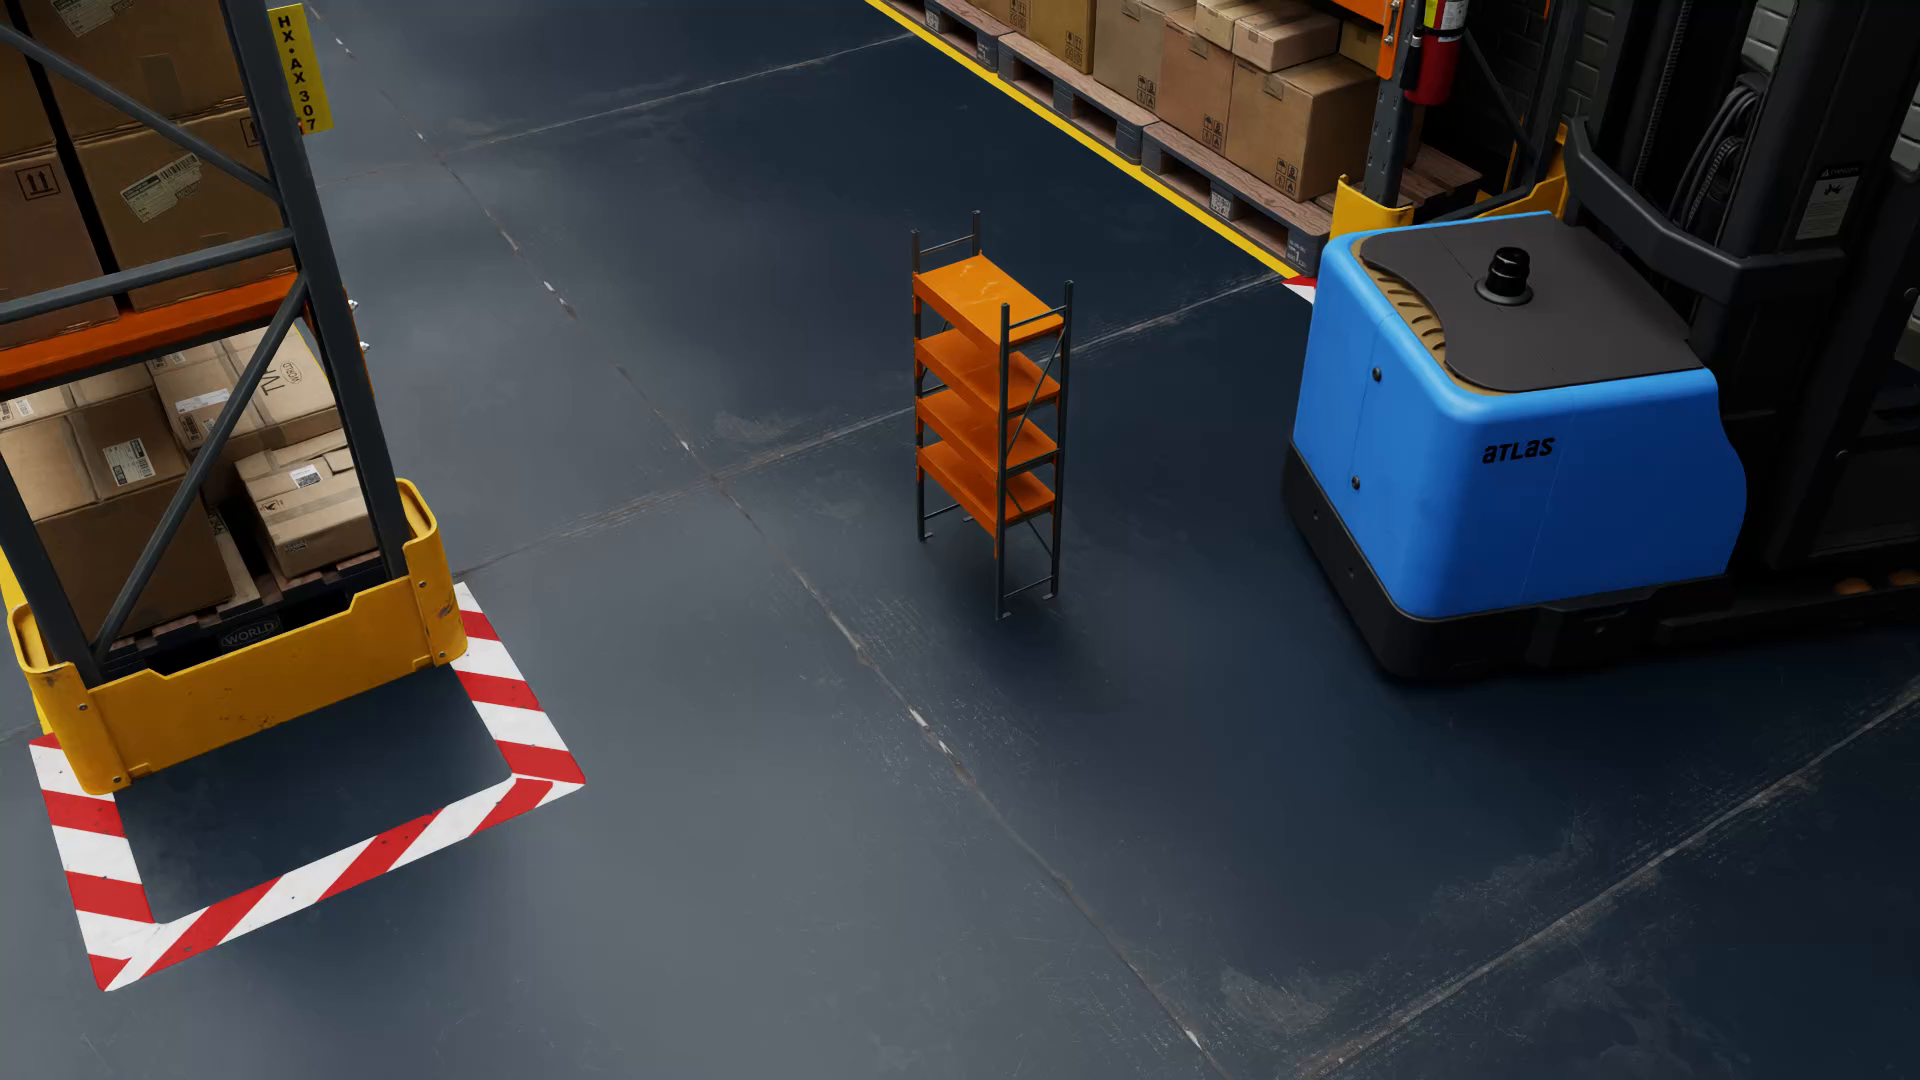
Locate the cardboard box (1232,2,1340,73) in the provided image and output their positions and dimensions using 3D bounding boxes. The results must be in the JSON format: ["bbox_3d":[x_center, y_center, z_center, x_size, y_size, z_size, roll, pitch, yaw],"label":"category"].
[{"bbox_3d":[1.392,-2.150,7.105,0.380,0.149,0.250,-23,45,-25],"label":"cardboard box"}]

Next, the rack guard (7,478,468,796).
[{"bbox_3d":[-2.140,0.276,5.028,1.175,0.500,0.348,-22,45,-24],"label":"rack guard"}]

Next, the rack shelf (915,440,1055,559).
[{"bbox_3d":[0.089,-0.167,5.429,0.258,0.148,0.480,-22,45,-24],"label":"rack shelf"}]

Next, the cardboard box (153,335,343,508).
[{"bbox_3d":[-2.421,-0.417,5.711,0.500,0.250,0.500,-22,45,-24],"label":"cardboard box"}]

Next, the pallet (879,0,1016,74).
[{"bbox_3d":[0.268,-3.001,9.186,1.003,0.211,1.213,-22,45,-24],"label":"pallet"}]

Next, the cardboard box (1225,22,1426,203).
[{"bbox_3d":[1.615,-1.895,7.305,0.700,0.500,0.500,-22,45,-24],"label":"cardboard box"}]

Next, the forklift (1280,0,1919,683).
[{"bbox_3d":[2.694,-1.165,4.858,3.031,2.935,1.130,-8,40,-10],"label":"forklift"}]

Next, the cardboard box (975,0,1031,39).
[{"bbox_3d":[0.508,-2.999,8.630,0.700,0.500,0.500,-23,45,-25],"label":"cardboard box"}]

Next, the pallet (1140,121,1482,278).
[{"bbox_3d":[1.580,-1.684,7.606,1.003,0.211,1.213,-22,45,-24],"label":"pallet"}]

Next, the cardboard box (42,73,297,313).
[{"bbox_3d":[-2.115,-1.012,4.543,0.500,0.500,0.500,-21,44,-24],"label":"cardboard box"}]

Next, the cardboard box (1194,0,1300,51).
[{"bbox_3d":[1.254,-2.288,7.271,0.380,0.149,0.250,-21,44,-23],"label":"cardboard box"}]

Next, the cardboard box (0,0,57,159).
[{"bbox_3d":[-2.570,-1.211,4.001,0.500,0.500,0.500,-23,45,-25],"label":"cardboard box"}]

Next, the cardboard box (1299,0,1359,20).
[{"bbox_3d":[1.578,-2.418,7.427,0.380,0.149,0.250,-22,45,-24],"label":"cardboard box"}]

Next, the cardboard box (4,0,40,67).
[{"bbox_3d":[-2.403,-1.675,4.558,0.500,0.500,0.500,-22,44,-24],"label":"cardboard box"}]

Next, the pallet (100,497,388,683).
[{"bbox_3d":[-2.569,-0.043,5.637,1.003,0.211,1.213,-22,45,-24],"label":"pallet"}]

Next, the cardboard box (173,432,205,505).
[{"bbox_3d":[-2.741,-0.182,5.495,0.380,0.166,0.250,-22,45,-24],"label":"cardboard box"}]

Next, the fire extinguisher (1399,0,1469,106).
[{"bbox_3d":[1.768,-1.937,6.083,0.296,0.674,0.183,-22,45,-24],"label":"fire extinguisher"}]

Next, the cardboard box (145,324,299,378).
[{"bbox_3d":[-2.690,-0.687,6.035,0.500,0.250,0.500,-22,45,-24],"label":"cardboard box"}]

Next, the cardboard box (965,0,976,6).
[{"bbox_3d":[0.240,-3.271,8.957,0.700,0.500,0.500,-22,44,-24],"label":"cardboard box"}]

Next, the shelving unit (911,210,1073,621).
[{"bbox_3d":[0.089,-0.372,5.259,0.258,1.200,0.503,-22,45,-24],"label":"shelving unit"}]

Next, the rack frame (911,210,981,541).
[{"bbox_3d":[-0.042,-0.503,5.417,0.240,1.200,0.015,-22,45,-24],"label":"rack frame"}]

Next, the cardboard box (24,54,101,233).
[{"bbox_3d":[-2.397,-1.288,4.875,0.500,0.500,0.500,-23,45,-25],"label":"cardboard box"}]

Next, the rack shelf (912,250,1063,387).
[{"bbox_3d":[0.089,-0.673,5.007,0.258,0.148,0.480,-22,45,-24],"label":"rack shelf"}]

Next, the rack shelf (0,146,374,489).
[{"bbox_3d":[-3.174,-1.446,5.704,1.077,0.370,4.000,-22,45,-24],"label":"rack shelf"}]

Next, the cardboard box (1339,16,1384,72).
[{"bbox_3d":[1.851,-2.145,7.099,0.380,0.149,0.250,-22,45,-24],"label":"cardboard box"}]

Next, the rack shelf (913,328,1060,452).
[{"bbox_3d":[0.089,-0.492,5.159,0.258,0.148,0.480,-22,45,-24],"label":"rack shelf"}]

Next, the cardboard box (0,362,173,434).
[{"bbox_3d":[-3.085,-0.488,5.796,0.500,0.250,0.500,-22,45,-24],"label":"cardboard box"}]

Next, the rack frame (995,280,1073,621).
[{"bbox_3d":[0.220,-0.240,5.101,0.240,1.200,0.015,-22,45,-24],"label":"rack frame"}]

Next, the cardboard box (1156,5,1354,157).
[{"bbox_3d":[1.346,-2.165,7.629,0.700,0.500,0.500,-22,45,-25],"label":"cardboard box"}]

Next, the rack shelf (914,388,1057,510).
[{"bbox_3d":[0.089,-0.320,5.302,0.258,0.148,0.480,-22,45,-24],"label":"rack shelf"}]

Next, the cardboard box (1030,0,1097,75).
[{"bbox_3d":[0.782,-2.721,8.297,0.700,0.500,0.500,-21,44,-23],"label":"cardboard box"}]

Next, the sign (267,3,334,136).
[{"bbox_3d":[-1.642,-1.163,4.126,0.100,0.325,0.005,-22,45,-24],"label":"sign"}]

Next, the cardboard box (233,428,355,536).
[{"bbox_3d":[-2.169,-0.203,5.520,0.380,0.166,0.250,-22,45,-24],"label":"cardboard box"}]

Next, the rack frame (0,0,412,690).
[{"bbox_3d":[-2.099,-0.643,4.179,1.000,3.000,0.127,-22,45,-24],"label":"rack frame"}]

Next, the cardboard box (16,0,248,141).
[{"bbox_3d":[-2.115,-1.396,4.223,0.500,0.500,0.500,-21,44,-23],"label":"cardboard box"}]

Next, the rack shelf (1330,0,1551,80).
[{"bbox_3d":[1.000,-3.153,7.753,1.077,0.370,4.000,-22,45,-24],"label":"rack shelf"}]

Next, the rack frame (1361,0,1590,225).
[{"bbox_3d":[2.076,-2.350,6.227,1.000,3.000,0.127,-22,45,-24],"label":"rack frame"}]

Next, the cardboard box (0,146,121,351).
[{"bbox_3d":[-2.569,-0.830,4.324,0.500,0.500,0.500,-21,44,-23],"label":"cardboard box"}]

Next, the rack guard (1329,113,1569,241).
[{"bbox_3d":[2.088,-1.377,7.012,1.175,0.500,0.348,-22,45,-24],"label":"rack guard"}]

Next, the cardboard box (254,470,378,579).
[{"bbox_3d":[-2.034,-0.061,5.364,0.380,0.149,0.250,-22,45,-24],"label":"cardboard box"}]

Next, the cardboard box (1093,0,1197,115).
[{"bbox_3d":[1.075,-2.436,7.955,0.700,0.500,0.500,-24,45,-26],"label":"cardboard box"}]

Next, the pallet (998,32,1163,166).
[{"bbox_3d":[0.928,-2.341,8.395,1.003,0.211,1.213,-22,45,-24],"label":"pallet"}]

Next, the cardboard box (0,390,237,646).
[{"bbox_3d":[-2.599,-0.060,5.088,0.500,0.500,0.500,-22,45,-24],"label":"cardboard box"}]
